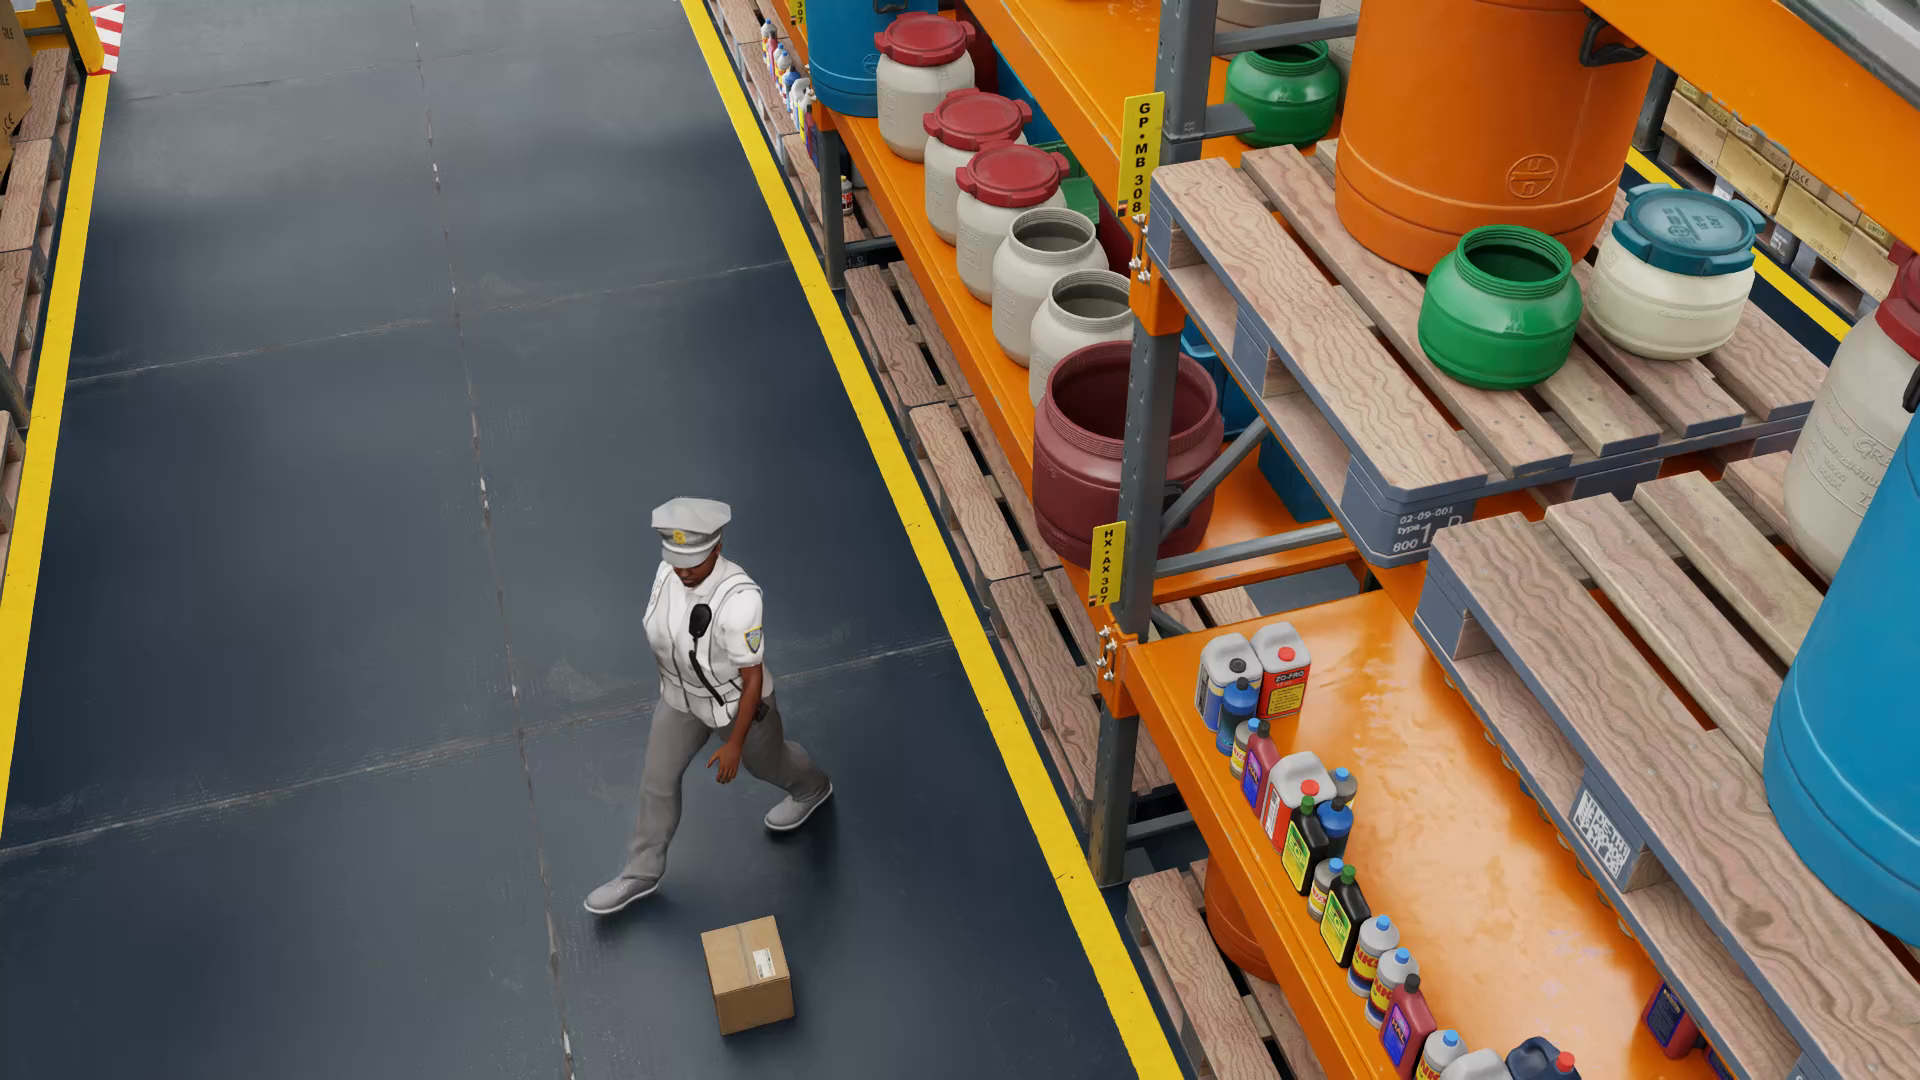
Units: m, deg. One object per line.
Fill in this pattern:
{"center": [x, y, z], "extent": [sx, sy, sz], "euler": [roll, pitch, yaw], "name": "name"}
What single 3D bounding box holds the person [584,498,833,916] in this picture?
{"center": [-0.880, 0.573, 5.537], "extent": [0.476, 1.619, 0.979], "euler": [25, 48, 25], "name": "person"}
